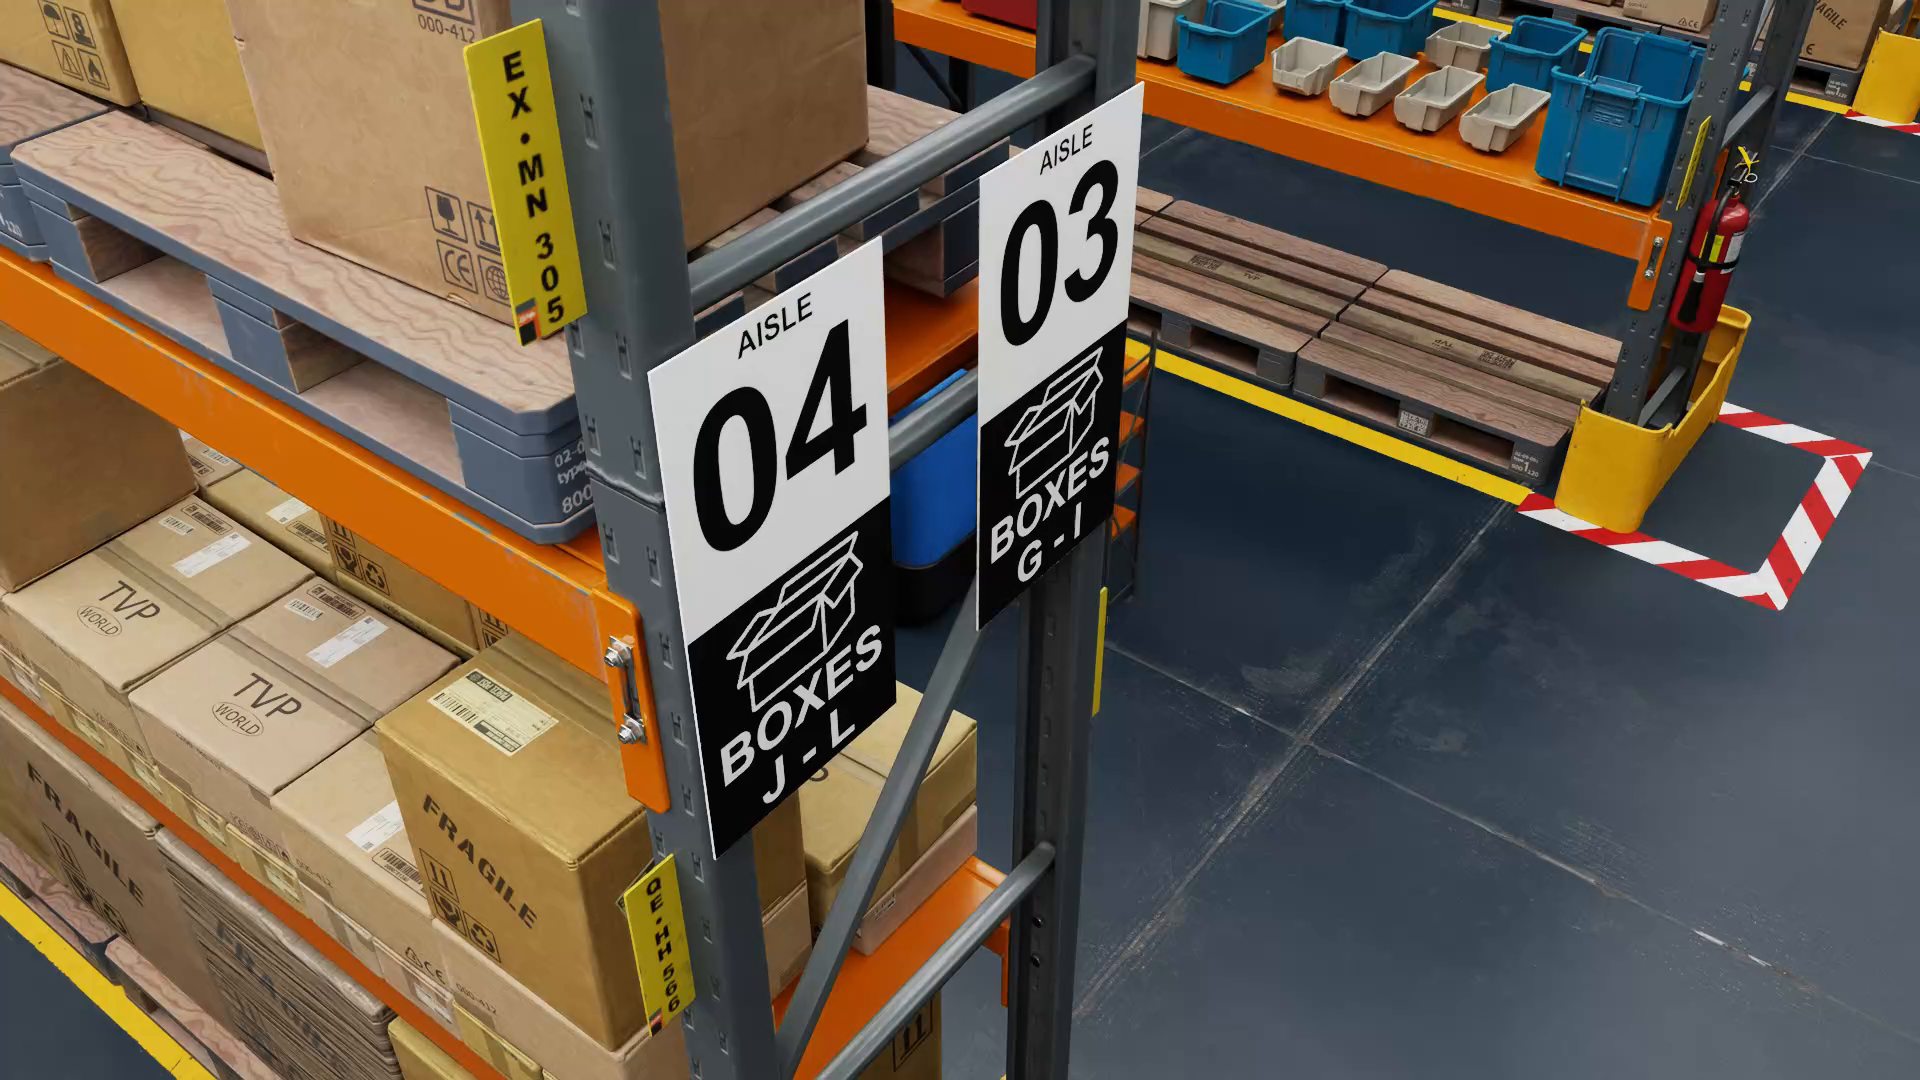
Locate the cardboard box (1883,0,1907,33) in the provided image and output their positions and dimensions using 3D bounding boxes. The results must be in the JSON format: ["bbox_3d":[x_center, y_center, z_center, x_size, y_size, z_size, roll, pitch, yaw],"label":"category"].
[{"bbox_3d":[5.805,-3.342,10.542,0.250,0.149,0.380,25,45,29],"label":"cardboard box"}]

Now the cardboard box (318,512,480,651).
[{"bbox_3d":[-1.122,-0.161,3.794,0.500,0.500,0.500,24,44,27],"label":"cardboard box"}]

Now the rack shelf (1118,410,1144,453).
[{"bbox_3d":[0.409,-0.407,6.043,0.480,0.148,0.258,24,44,28],"label":"rack shelf"}]

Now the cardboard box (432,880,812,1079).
[{"bbox_3d":[-0.638,0.773,3.210,0.500,0.250,0.500,25,44,28],"label":"cardboard box"}]

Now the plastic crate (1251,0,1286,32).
[{"bbox_3d":[1.305,-2.455,7.618,0.466,0.136,0.293,25,45,29],"label":"plastic crate"}]

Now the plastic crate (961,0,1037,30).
[{"bbox_3d":[0.296,-2.632,7.578,0.583,0.464,0.402,25,45,29],"label":"plastic crate"}]

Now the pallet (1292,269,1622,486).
[{"bbox_3d":[2.285,-0.772,7.565,1.213,0.211,1.003,25,45,29],"label":"pallet"}]

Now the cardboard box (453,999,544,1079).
[{"bbox_3d":[-0.783,0.913,3.355,0.250,0.149,0.380,26,45,29],"label":"cardboard box"}]

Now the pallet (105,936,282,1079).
[{"bbox_3d":[-1.740,1.262,4.967,1.213,0.211,1.003,25,45,29],"label":"pallet"}]

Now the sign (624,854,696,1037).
[{"bbox_3d":[-0.433,0.594,2.427,0.005,0.325,0.100,25,45,29],"label":"sign"}]

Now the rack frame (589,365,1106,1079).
[{"bbox_3d":[-0.092,0.883,3.189,0.127,3.000,1.000,25,45,29],"label":"rack frame"}]

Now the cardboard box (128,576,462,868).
[{"bbox_3d":[-1.445,0.392,3.696,0.500,0.250,0.500,24,44,27],"label":"cardboard box"}]

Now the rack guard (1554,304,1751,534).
[{"bbox_3d":[2.944,-0.556,7.054,0.348,0.500,1.175,25,45,29],"label":"rack guard"}]

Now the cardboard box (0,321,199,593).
[{"bbox_3d":[-2.242,-0.283,3.951,0.500,0.500,0.500,24,44,27],"label":"cardboard box"}]

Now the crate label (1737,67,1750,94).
[{"bbox_3d":[2.921,-1.754,6.644,0.303,0.233,0.416,25,45,29],"label":"crate label"}]

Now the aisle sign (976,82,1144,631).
[{"bbox_3d":[0.147,-0.261,2.541,0.004,0.787,0.394,25,45,29],"label":"aisle sign"}]

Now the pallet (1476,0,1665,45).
[{"bbox_3d":[4.270,-3.652,11.244,1.213,0.211,1.003,25,45,29],"label":"pallet"}]

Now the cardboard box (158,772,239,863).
[{"bbox_3d":[-1.594,0.531,3.843,0.250,0.149,0.380,25,45,29],"label":"cardboard box"}]

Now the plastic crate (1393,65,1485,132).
[{"bbox_3d":[1.938,-1.795,6.774,0.243,0.136,0.396,25,45,29],"label":"plastic crate"}]

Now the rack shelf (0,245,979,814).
[{"bbox_3d":[-1.681,-0.764,3.443,4.000,0.370,1.077,25,45,29],"label":"rack shelf"}]

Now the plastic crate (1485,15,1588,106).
[{"bbox_3d":[2.398,-2.001,6.959,0.300,0.233,0.416,25,45,29],"label":"plastic crate"}]

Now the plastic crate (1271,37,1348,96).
[{"bbox_3d":[1.455,-1.989,7.022,0.250,0.136,0.298,25,45,29],"label":"plastic crate"}]

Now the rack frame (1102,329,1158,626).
[{"bbox_3d":[0.606,-0.195,6.026,0.015,1.200,0.240,24,44,28],"label":"rack frame"}]

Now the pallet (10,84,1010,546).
[{"bbox_3d":[-0.688,-0.536,2.640,1.213,0.211,1.003,25,45,29],"label":"pallet"}]

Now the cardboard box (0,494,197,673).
[{"bbox_3d":[-2.248,0.011,4.183,0.500,0.250,0.500,26,45,30],"label":"cardboard box"}]

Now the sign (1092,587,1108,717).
[{"bbox_3d":[0.250,0.241,3.242,0.005,0.325,0.100,25,45,29],"label":"sign"}]

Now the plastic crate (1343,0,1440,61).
[{"bbox_3d":[1.875,-2.247,7.274,0.300,0.233,0.416,25,45,29],"label":"plastic crate"}]

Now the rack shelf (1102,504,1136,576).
[{"bbox_3d":[0.409,-0.075,6.303,0.480,0.148,0.258,24,44,28],"label":"rack shelf"}]

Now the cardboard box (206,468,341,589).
[{"bbox_3d":[-1.541,-0.062,4.276,0.500,0.250,0.500,24,44,28],"label":"cardboard box"}]

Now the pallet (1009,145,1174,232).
[{"bbox_3d":[0.347,-1.686,8.733,1.213,0.211,1.003,25,45,29],"label":"pallet"}]

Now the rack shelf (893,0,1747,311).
[{"bbox_3d":[1.328,-2.008,7.466,4.000,0.370,1.077,25,45,29],"label":"rack shelf"}]

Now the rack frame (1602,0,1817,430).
[{"bbox_3d":[2.917,-1.543,6.287,0.127,3.000,1.000,25,45,29],"label":"rack frame"}]

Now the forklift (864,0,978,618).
[{"bbox_3d":[-1.049,-1.589,6.402,3.031,2.935,1.130,24,44,28],"label":"forklift"}]

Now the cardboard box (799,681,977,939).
[{"bbox_3d":[-0.309,0.513,3.542,0.500,0.250,0.500,24,44,27],"label":"cardboard box"}]

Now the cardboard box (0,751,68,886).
[{"bbox_3d":[-2.794,0.342,5.263,0.875,0.875,0.875,25,45,29],"label":"cardboard box"}]

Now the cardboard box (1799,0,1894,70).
[{"bbox_3d":[5.348,-3.239,10.124,0.500,0.500,0.500,25,45,29],"label":"cardboard box"}]

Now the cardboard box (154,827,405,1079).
[{"bbox_3d":[-1.372,1.013,4.406,0.875,0.875,0.875,25,45,29],"label":"cardboard box"}]

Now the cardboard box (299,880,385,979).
[{"bbox_3d":[-1.180,0.724,3.596,0.250,0.149,0.380,26,45,29],"label":"cardboard box"}]

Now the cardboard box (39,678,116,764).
[{"bbox_3d":[-1.997,0.340,4.086,0.250,0.149,0.380,24,44,27],"label":"cardboard box"}]

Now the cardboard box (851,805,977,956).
[{"bbox_3d":[-0.174,0.687,3.643,0.250,0.149,0.380,26,45,29],"label":"cardboard box"}]

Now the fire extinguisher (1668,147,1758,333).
[{"bbox_3d":[2.761,-1.086,6.069,0.183,0.674,0.296,25,45,29],"label":"fire extinguisher"}]

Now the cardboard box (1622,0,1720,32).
[{"bbox_3d":[4.611,-3.511,10.674,0.500,0.250,0.500,25,45,29],"label":"cardboard box"}]

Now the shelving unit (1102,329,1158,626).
[{"bbox_3d":[0.409,-0.284,6.140,0.503,1.200,0.258,24,44,28],"label":"shelving unit"}]

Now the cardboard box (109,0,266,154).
[{"bbox_3d":[-0.912,-0.981,2.633,0.500,0.500,0.700,24,44,27],"label":"cardboard box"}]
